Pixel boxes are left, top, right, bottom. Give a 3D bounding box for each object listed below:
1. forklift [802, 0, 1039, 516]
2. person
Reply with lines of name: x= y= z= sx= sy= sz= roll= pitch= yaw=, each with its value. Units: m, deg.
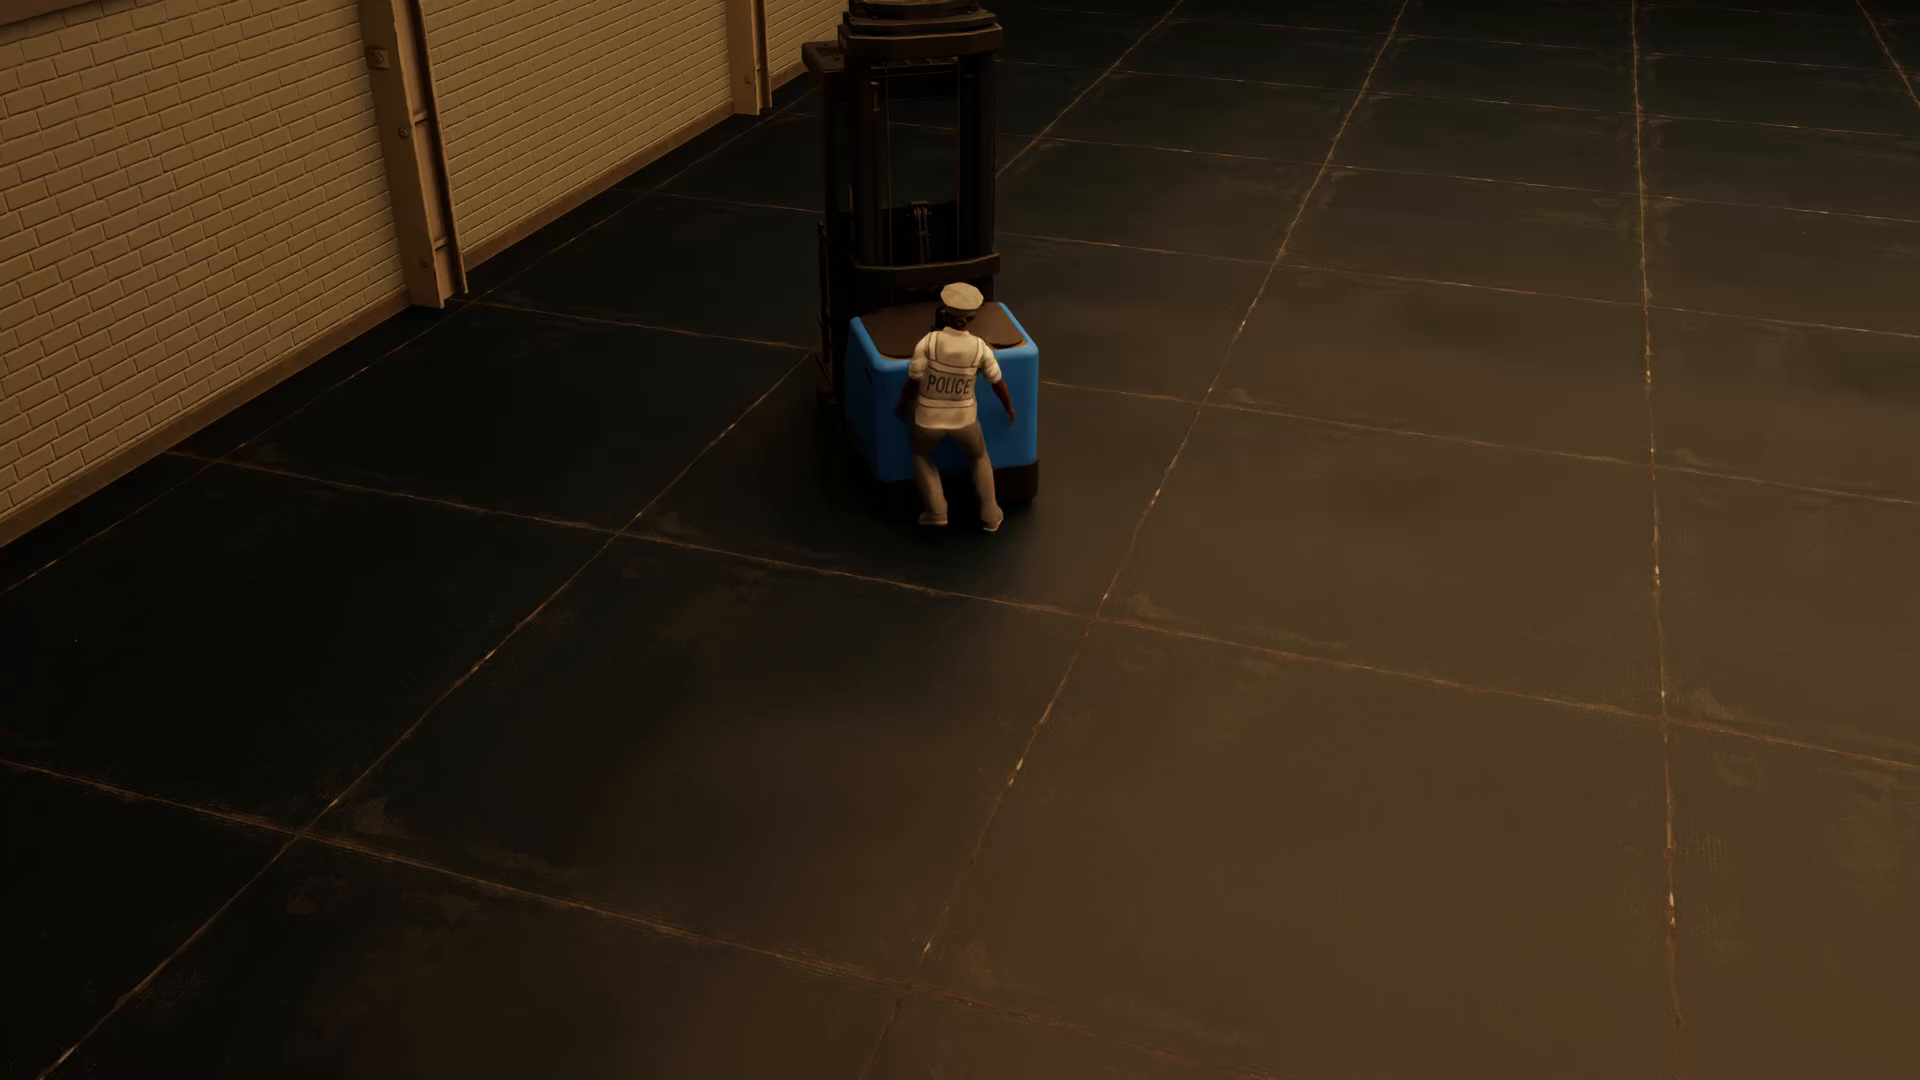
forklift: x=-0.380 y=-2.138 z=10.887 sx=1.130 sy=2.935 sz=3.031 roll=-7 pitch=31 yaw=-13
person: x=-0.014 y=-0.762 z=9.834 sx=0.732 sy=1.581 sz=0.461 roll=-4 pitch=30 yaw=-6
